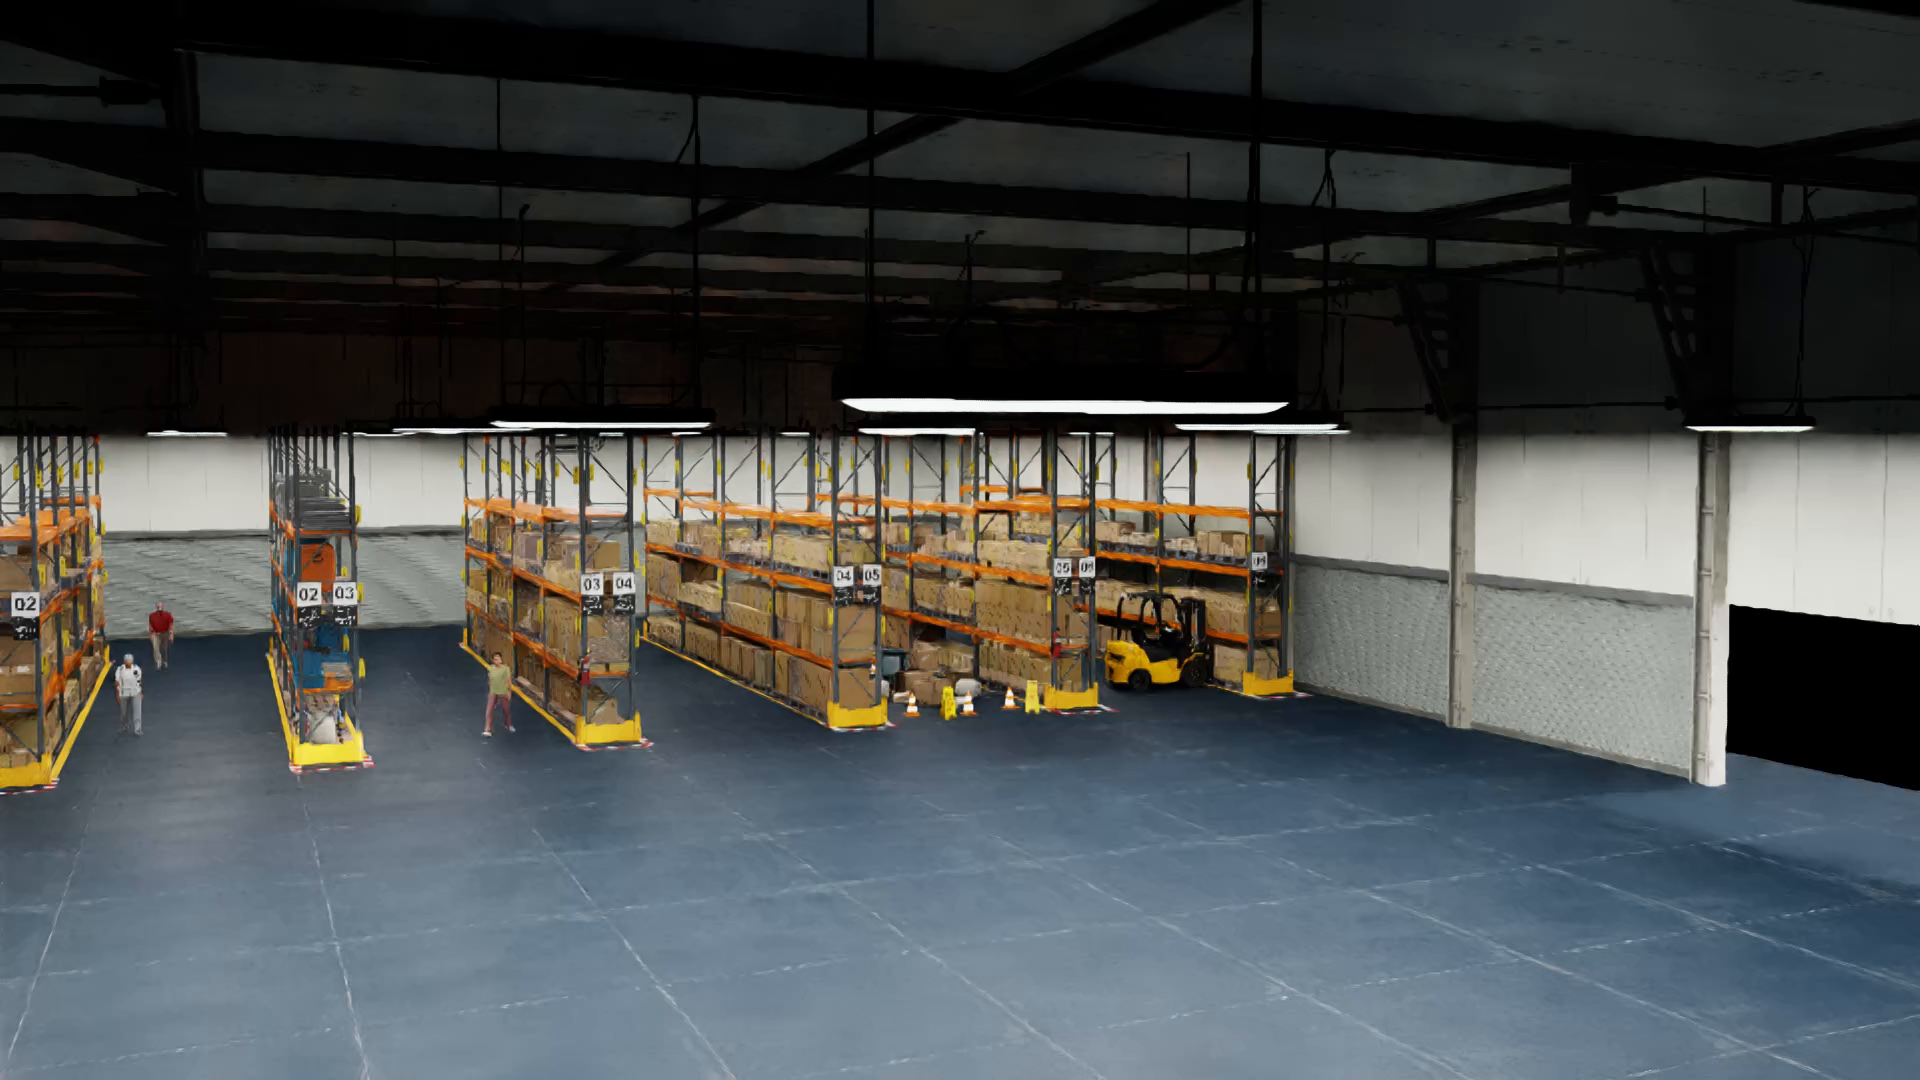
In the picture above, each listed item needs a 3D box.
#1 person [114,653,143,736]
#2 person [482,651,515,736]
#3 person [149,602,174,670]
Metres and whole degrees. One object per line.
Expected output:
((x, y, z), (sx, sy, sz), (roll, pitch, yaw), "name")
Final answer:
((-16.009, 2.958, 32.036), (0.496, 1.580, 1.090), (-2, 4, -26), "person")
((-8.906, 2.949, 32.112), (0.484, 1.621, 0.948), (0, 3, 0), "person")
((-19.827, 2.362, 41.306), (0.556, 1.666, 1.030), (-2, 4, -25), "person")
